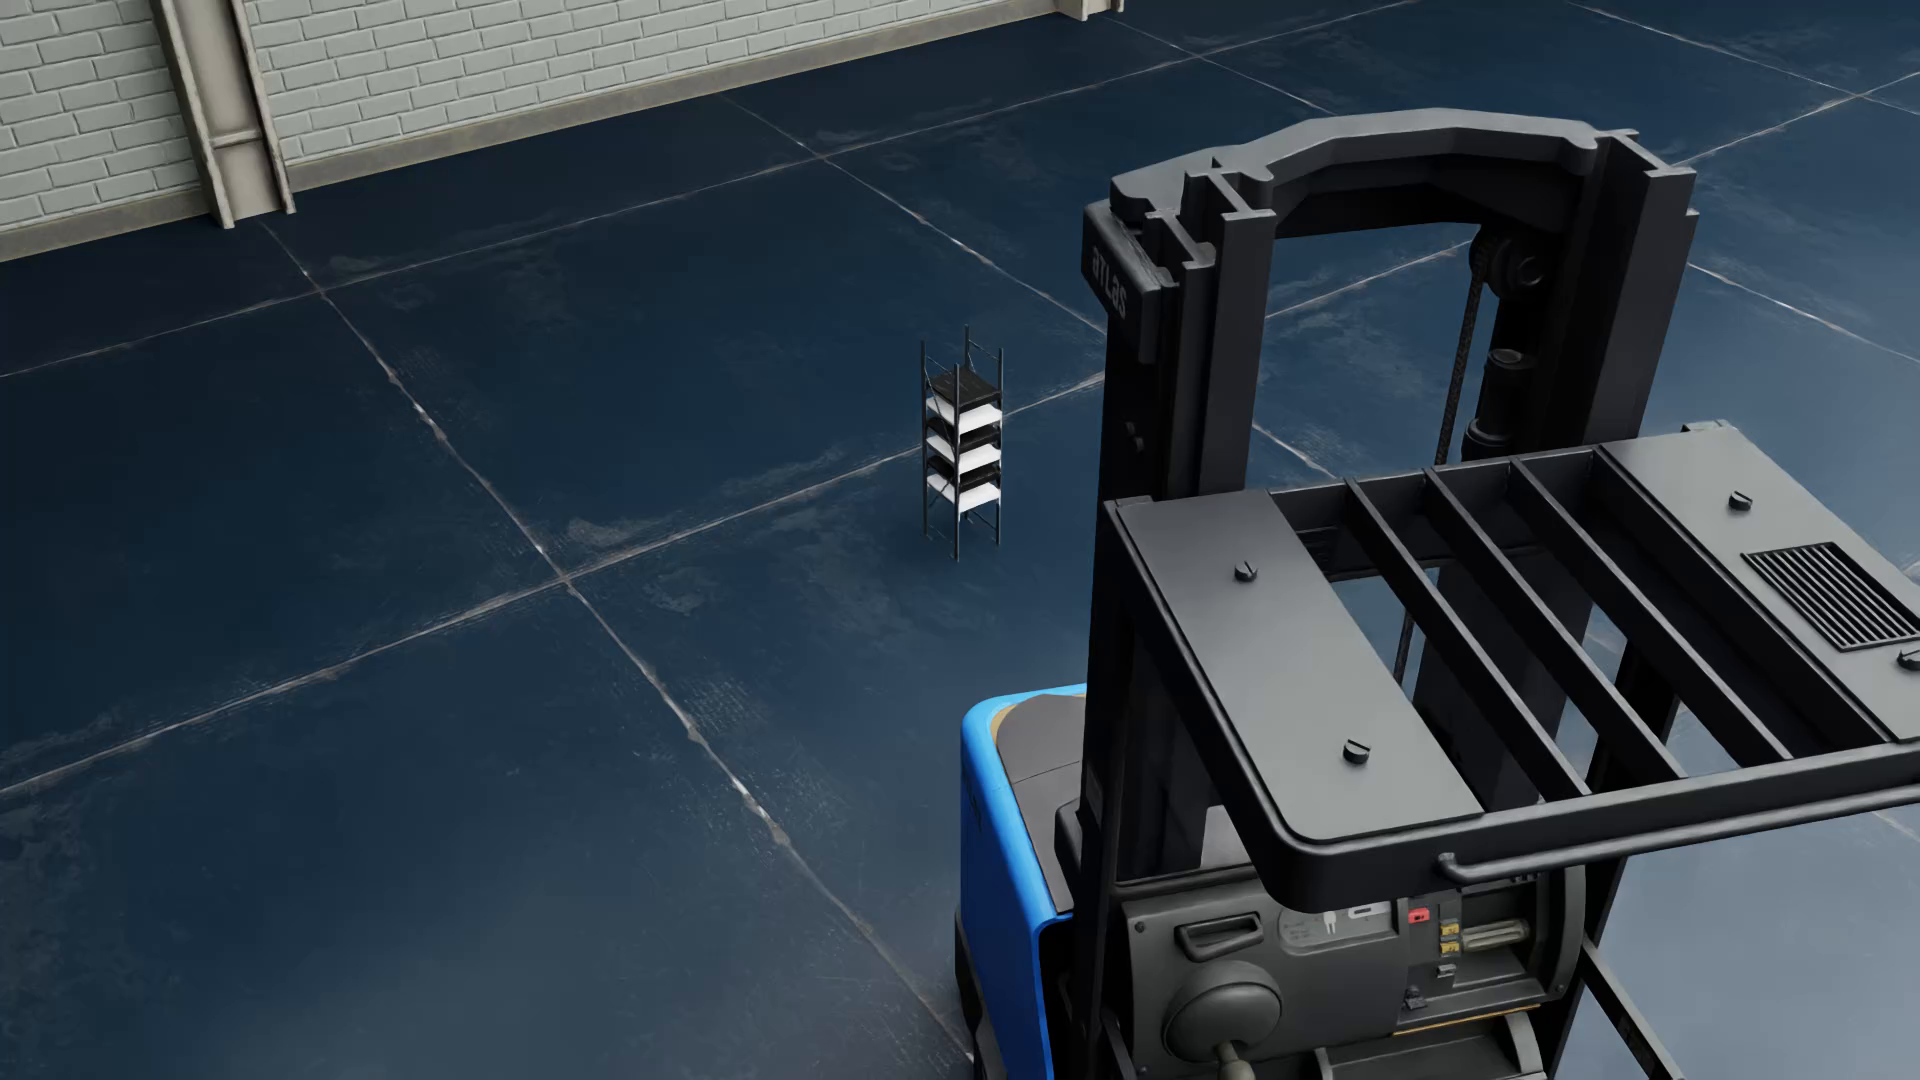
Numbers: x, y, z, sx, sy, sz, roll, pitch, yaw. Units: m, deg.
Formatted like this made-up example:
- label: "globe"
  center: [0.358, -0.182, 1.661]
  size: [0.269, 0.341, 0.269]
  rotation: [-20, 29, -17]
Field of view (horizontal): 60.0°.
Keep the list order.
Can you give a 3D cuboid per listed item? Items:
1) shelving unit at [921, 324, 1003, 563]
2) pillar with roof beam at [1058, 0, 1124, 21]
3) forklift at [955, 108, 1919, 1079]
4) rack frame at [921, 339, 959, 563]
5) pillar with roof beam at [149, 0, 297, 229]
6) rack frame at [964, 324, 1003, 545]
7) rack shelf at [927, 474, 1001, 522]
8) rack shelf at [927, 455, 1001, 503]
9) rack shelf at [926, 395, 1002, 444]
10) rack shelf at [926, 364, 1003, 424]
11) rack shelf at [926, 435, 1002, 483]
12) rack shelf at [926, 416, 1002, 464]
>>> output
- label: "shelving unit"
  center: [0.007, -0.368, 6.491]
  size: [0.210, 0.900, 0.258]
  rotation: [-22, 41, -28]
- label: "pillar with roof beam"
  center: [3.425, -5.458, 6.631]
  size: [0.400, 9.000, 9.100]
  rotation: [-22, 41, -28]
- label: "forklift"
  center: [0.817, 0.876, 3.022]
  size: [1.130, 2.935, 3.031]
  rotation: [-8, 36, -11]
- label: "rack frame"
  center: [-0.076, -0.334, 6.443]
  size: [0.006, 0.900, 0.240]
  rotation: [-22, 41, -28]
- label: "pillar with roof beam"
  center: [-1.479, -3.439, 3.825]
  size: [0.400, 9.000, 9.100]
  rotation: [-22, 41, -28]
- label: "rack frame"
  center: [0.090, -0.402, 6.539]
  size: [0.006, 0.900, 0.240]
  rotation: [-22, 41, -28]
- label: "rack shelf"
  center: [0.007, -0.195, 6.616]
  size: [0.200, 0.077, 0.258]
  rotation: [-22, 41, -28]
- label: "rack shelf"
  center: [0.007, -0.268, 6.563]
  size: [0.200, 0.077, 0.258]
  rotation: [-22, 41, -28]
- label: "rack shelf"
  center: [0.007, -0.487, 6.405]
  size: [0.200, 0.077, 0.258]
  rotation: [-22, 41, -28]
- label: "rack shelf"
  center: [0.007, -0.560, 6.353]
  size: [0.200, 0.077, 0.258]
  rotation: [-22, 41, -28]
- label: "rack shelf"
  center: [0.007, -0.341, 6.511]
  size: [0.200, 0.077, 0.258]
  rotation: [-22, 41, -28]
- label: "rack shelf"
  center: [0.007, -0.414, 6.458]
  size: [0.200, 0.077, 0.258]
  rotation: [-22, 41, -28]
